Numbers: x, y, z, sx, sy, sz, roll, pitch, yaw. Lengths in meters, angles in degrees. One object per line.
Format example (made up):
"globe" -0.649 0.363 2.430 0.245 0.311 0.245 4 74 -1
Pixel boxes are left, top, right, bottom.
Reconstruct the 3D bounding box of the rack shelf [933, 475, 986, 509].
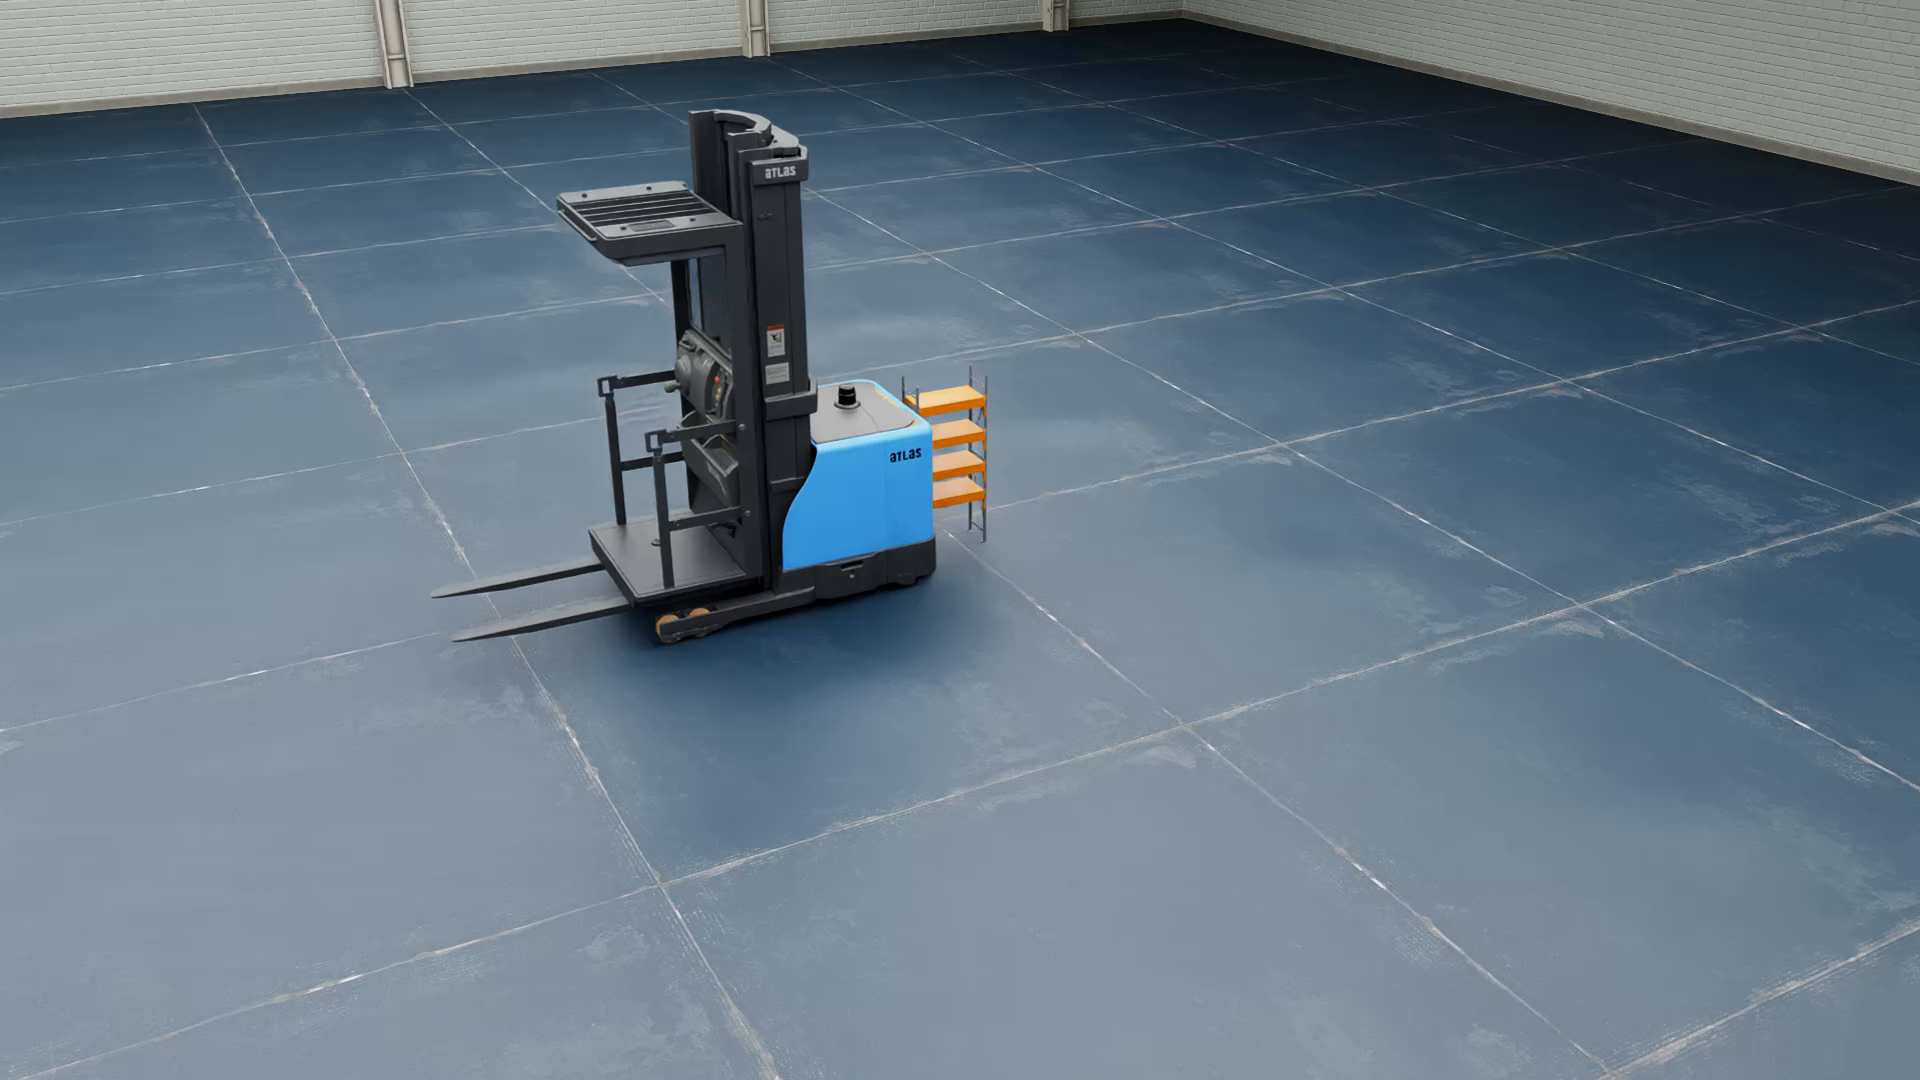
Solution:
"rack shelf" -0.100 -0.275 11.051 0.480 0.148 0.258 -12 28 -24

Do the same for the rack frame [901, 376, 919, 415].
"rack frame" -0.319 -0.468 10.838 0.015 1.200 0.240 -12 28 -24

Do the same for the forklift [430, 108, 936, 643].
"forklift" -1.708 -0.964 9.870 3.031 2.935 1.130 -12 28 -24

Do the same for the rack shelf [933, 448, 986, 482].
"rack shelf" -0.100 -0.454 10.965 0.480 0.148 0.258 -12 28 -24

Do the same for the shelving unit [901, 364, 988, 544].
"shelving unit" -0.100 -0.515 10.936 0.503 1.200 0.258 -12 28 -24

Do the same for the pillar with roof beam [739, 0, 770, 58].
"pillar with roof beam" -1.479 -10.757 23.258 0.400 9.000 9.100 -13 29 -25

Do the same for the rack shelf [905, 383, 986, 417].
"rack shelf" -0.100 -0.869 10.766 0.480 0.148 0.258 -12 28 -24

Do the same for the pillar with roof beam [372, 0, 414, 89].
"pillar with roof beam" -6.773 -9.535 20.712 0.400 9.000 9.100 -13 29 -25

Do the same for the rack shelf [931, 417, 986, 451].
"rack shelf" -0.100 -0.656 10.868 0.480 0.148 0.258 -12 28 -24

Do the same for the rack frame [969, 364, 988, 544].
"rack frame" 0.118 -0.562 11.034 0.015 1.200 0.240 -12 28 -24

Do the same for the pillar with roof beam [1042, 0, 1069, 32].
"pillar with roof beam" 3.815 -11.979 25.803 0.400 9.000 9.100 -13 29 -25
